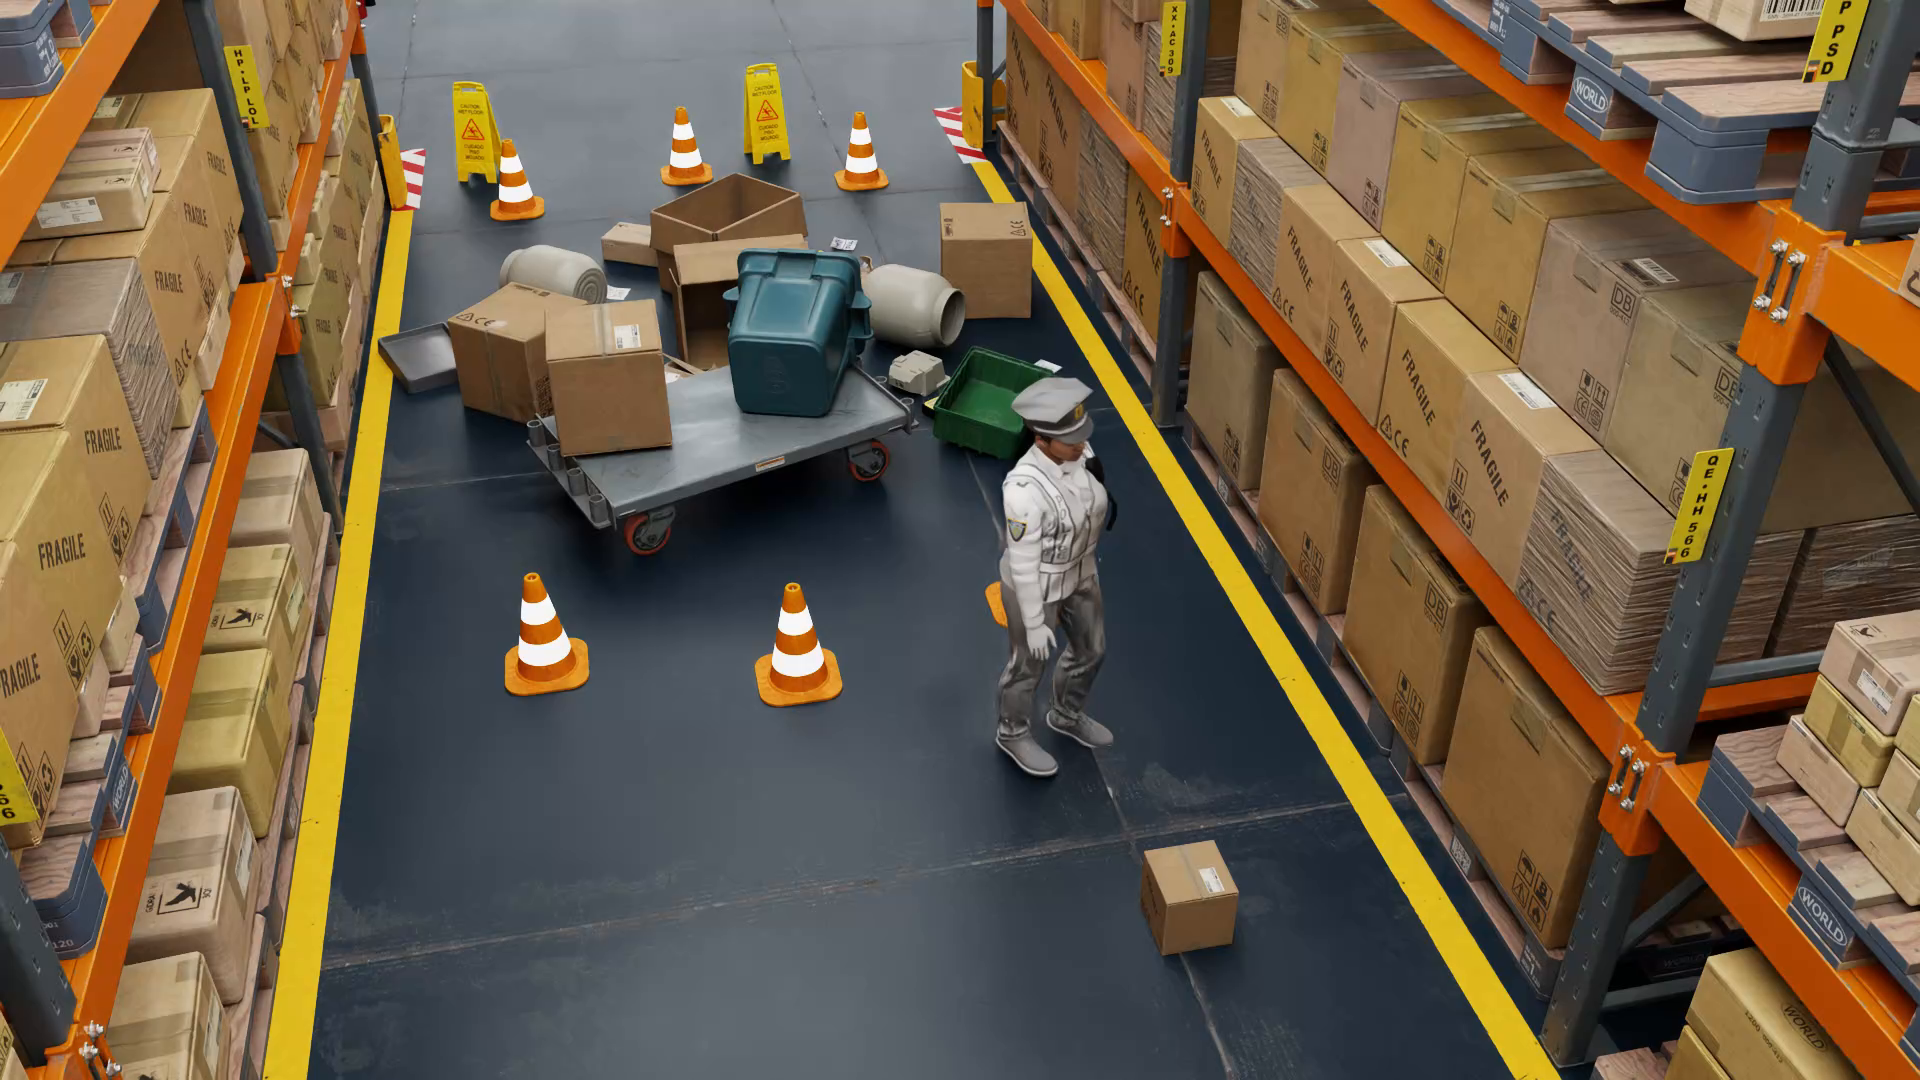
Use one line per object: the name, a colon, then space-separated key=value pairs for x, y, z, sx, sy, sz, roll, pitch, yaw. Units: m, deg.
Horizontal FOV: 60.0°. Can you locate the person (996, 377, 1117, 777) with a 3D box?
person: x=0.323 y=0.161 z=5.911 sx=0.377 sy=1.704 sz=0.562 roll=22 pitch=40 yaw=29
